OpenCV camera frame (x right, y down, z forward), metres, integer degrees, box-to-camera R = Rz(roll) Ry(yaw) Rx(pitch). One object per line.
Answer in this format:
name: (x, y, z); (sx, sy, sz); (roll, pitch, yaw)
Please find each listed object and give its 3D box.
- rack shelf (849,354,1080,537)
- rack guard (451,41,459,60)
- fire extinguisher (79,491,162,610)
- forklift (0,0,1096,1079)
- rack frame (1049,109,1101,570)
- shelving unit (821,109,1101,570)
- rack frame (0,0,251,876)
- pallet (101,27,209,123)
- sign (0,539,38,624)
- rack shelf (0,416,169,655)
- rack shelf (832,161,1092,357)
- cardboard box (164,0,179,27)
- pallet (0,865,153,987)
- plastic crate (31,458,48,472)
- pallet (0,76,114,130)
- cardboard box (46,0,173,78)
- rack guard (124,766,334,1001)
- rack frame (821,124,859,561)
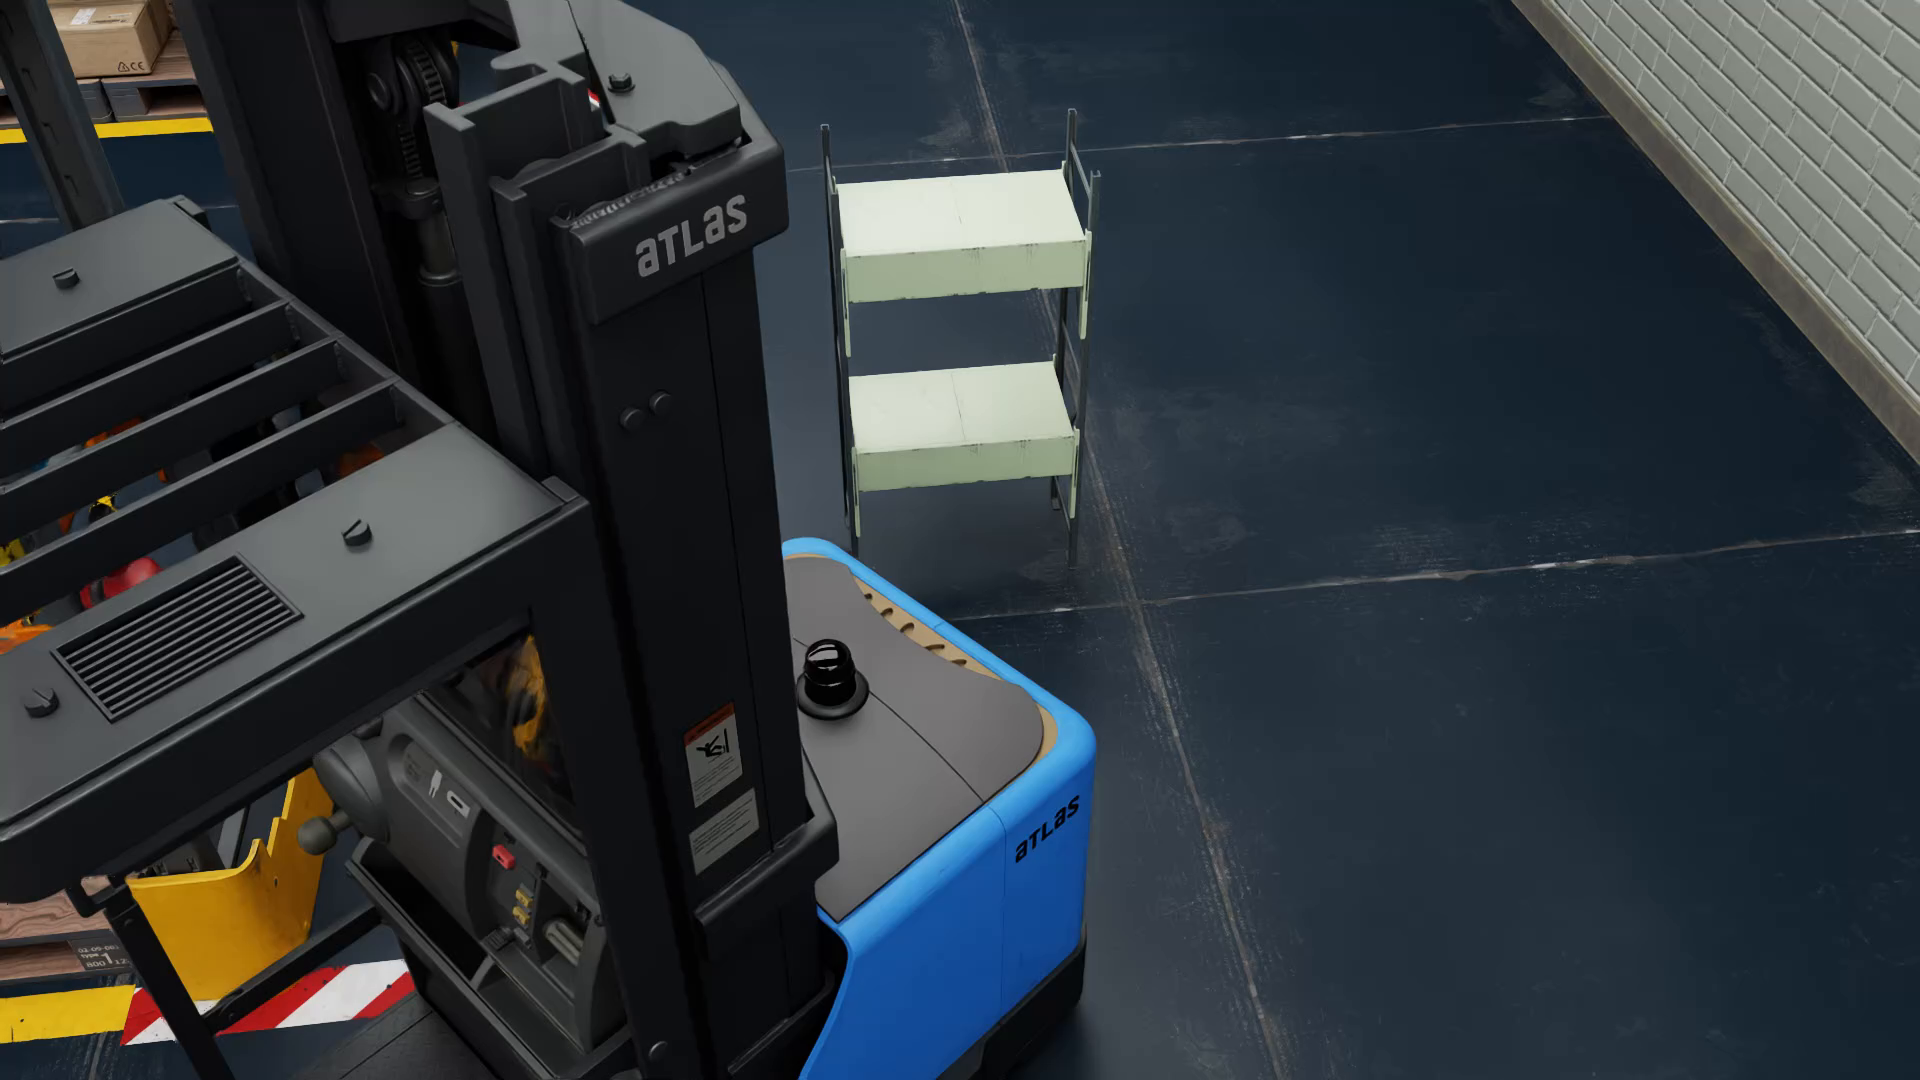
rack shelf: (-0.007, -0.314, 5.465); (0.720, 0.370, 0.431); (-5, 42, -6)
rack guard: (-2.728, -2.636, 8.299); (0.348, 0.500, 1.175); (-5, 42, -6)
fire extinguisher: (-1.806, 0.175, 3.653); (0.183, 0.674, 0.296); (-5, 42, -6)
forklift: (-1.067, 0.609, 2.887); (1.130, 2.935, 3.031); (33, 52, 31)
rack frame: (0.356, -0.588, 5.282); (0.023, 1.500, 0.400); (-5, 42, -6)
shelving unit: (-0.007, -0.556, 5.247); (0.755, 1.500, 0.431); (-5, 42, -6)
rack frame: (-2.014, -0.281, 3.822); (0.127, 3.000, 1.000); (-5, 42, -6)
pallet: (-3.518, -2.459, 8.319); (1.213, 0.211, 1.003); (-5, 42, -6)
sign: (-1.927, 0.022, 3.364); (0.005, 0.325, 0.100); (-5, 42, -6)
rack shelf: (-3.997, 0.160, 3.870); (4.000, 0.370, 1.077); (-5, 42, -6)
rack shelf: (-0.007, -0.846, 4.986); (0.720, 0.370, 0.431); (-5, 42, -6)
cardboard box: (-3.724, -2.811, 8.352); (0.500, 0.250, 0.500); (-5, 42, -6)
pallet: (-2.837, 0.800, 4.705); (1.213, 0.211, 1.003); (-5, 42, -6)
plastic crate: (-2.322, -0.163, 3.620); (0.499, 0.435, 0.616); (-5, 42, -6)
pallet: (-4.726, -2.355, 8.204); (1.213, 0.211, 1.003); (-5, 42, -6)
cardboard box: (-4.106, -2.440, 7.940); (0.500, 0.250, 0.500); (-5, 42, -6)
rack guard: (-1.992, 0.636, 4.671); (0.348, 0.500, 1.175); (-5, 42, -6)
rack frame: (-0.370, -0.525, 5.212); (0.023, 1.500, 0.400); (-5, 42, -6)
